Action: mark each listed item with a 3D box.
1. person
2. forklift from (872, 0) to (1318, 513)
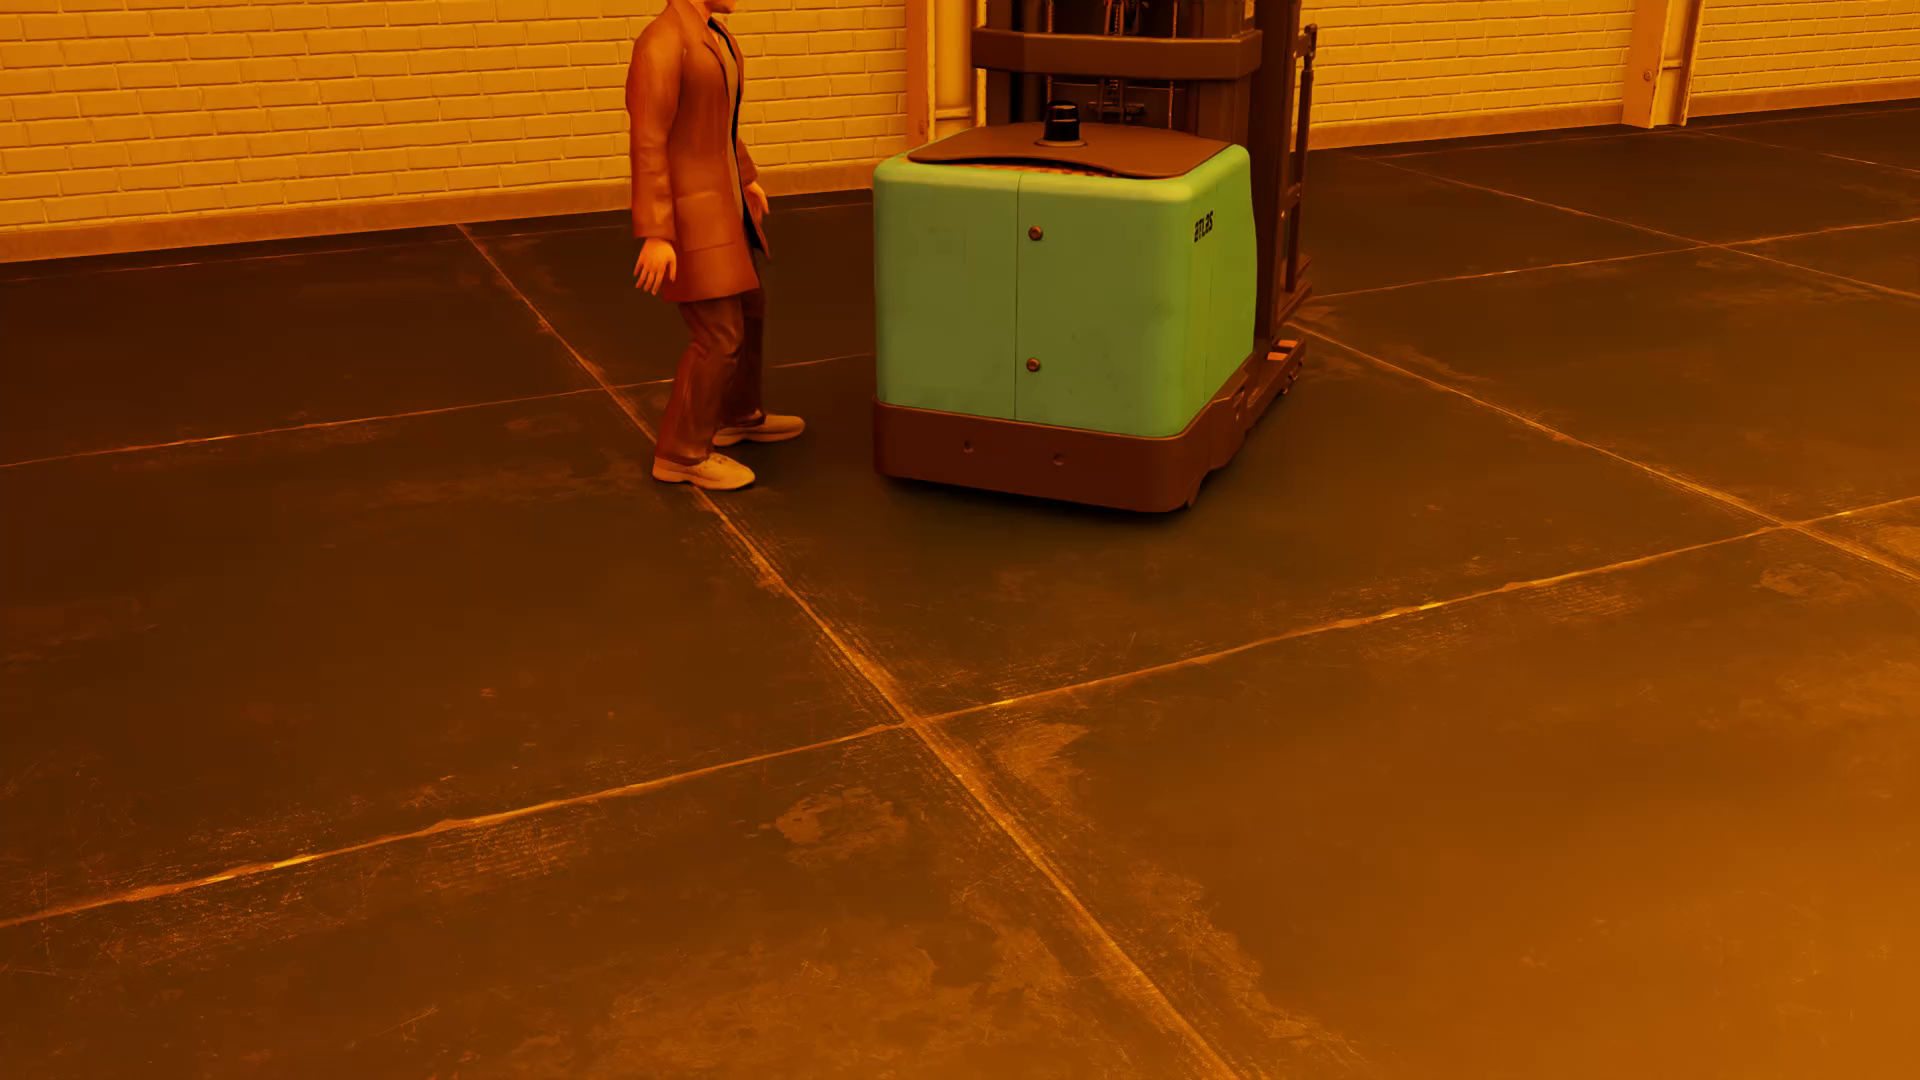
[{"bbox_3d":[-0.813,-1.047,5.348,0.430,1.752,0.849,2,23,6],"label":"person"},{"bbox_3d":[0.738,-1.972,6.032,1.130,2.935,3.031,9,24,20],"label":"forklift"}]
